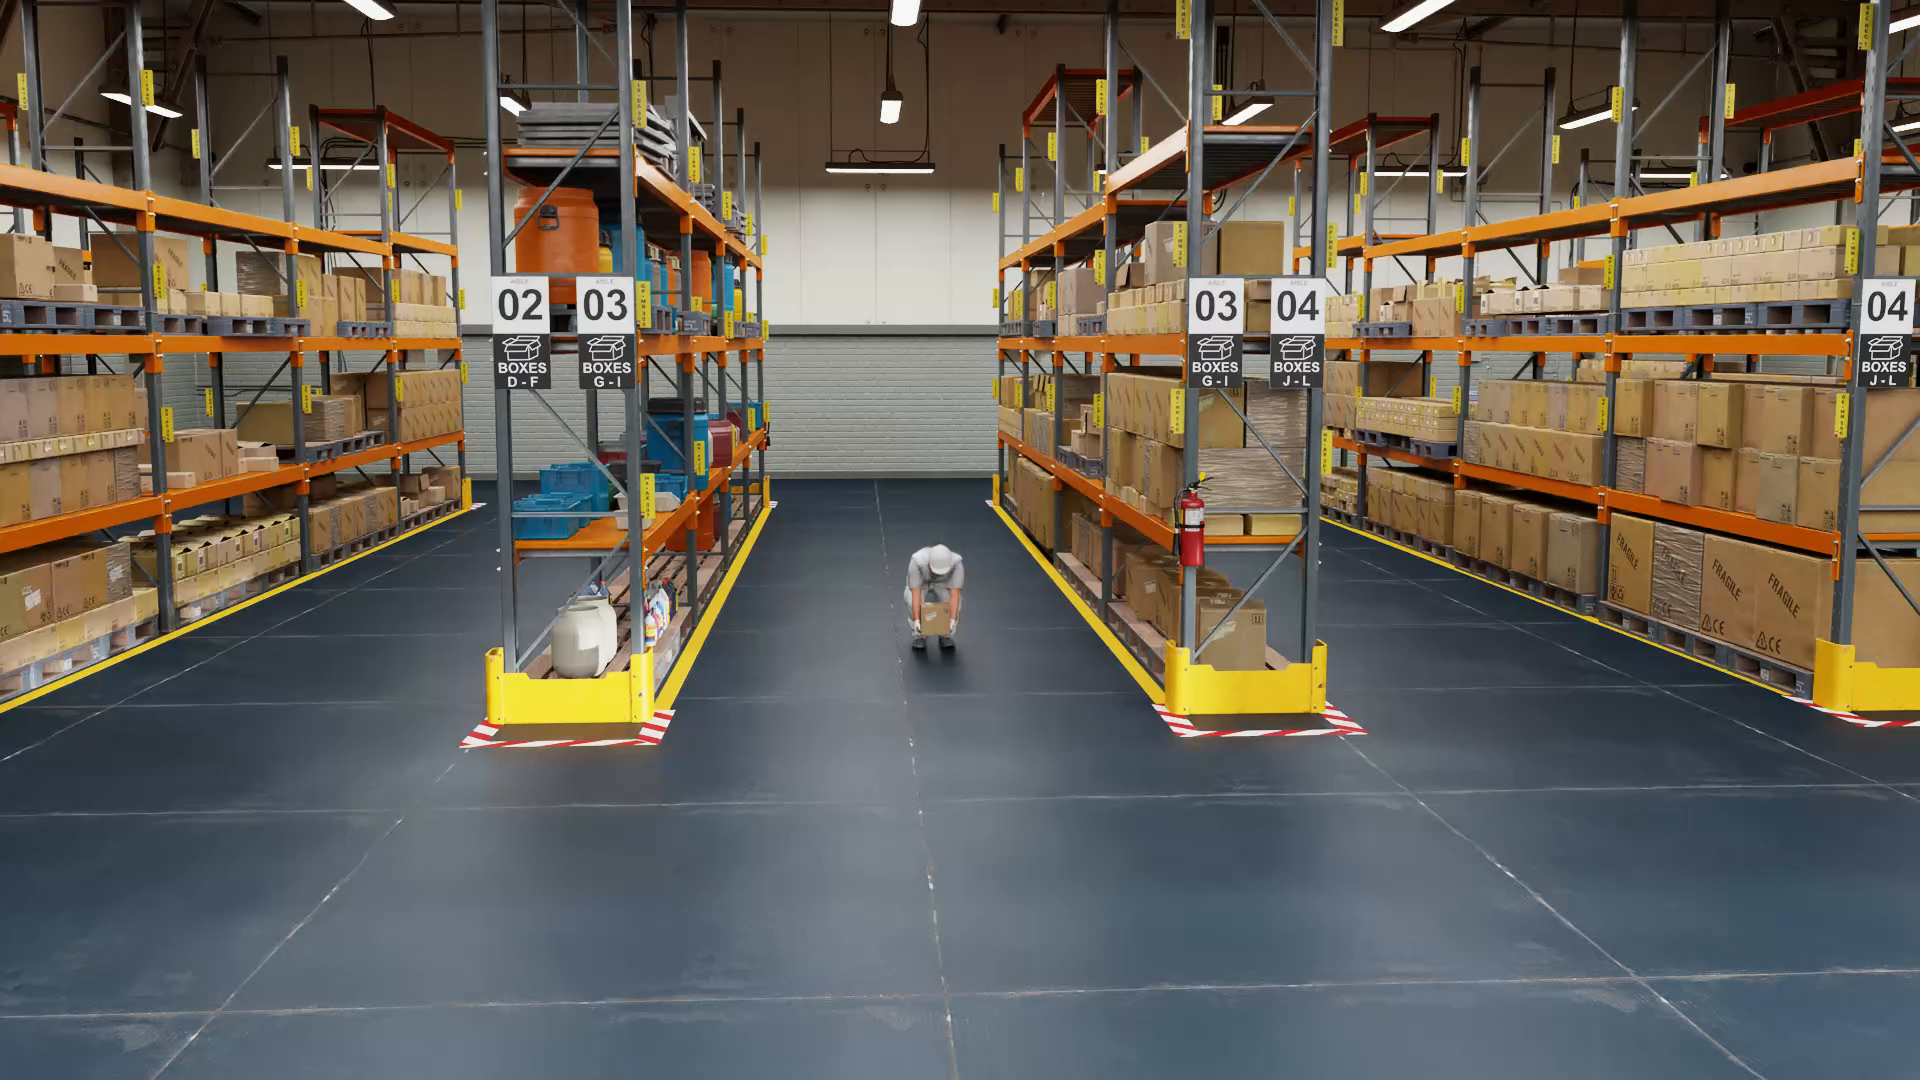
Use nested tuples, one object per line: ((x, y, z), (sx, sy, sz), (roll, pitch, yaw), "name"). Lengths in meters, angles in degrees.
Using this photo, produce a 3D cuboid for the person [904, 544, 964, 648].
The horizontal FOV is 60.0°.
((-0.239, 0.489, 14.925), (0.525, 0.989, 0.920), (-1, 7, -5), "person")
